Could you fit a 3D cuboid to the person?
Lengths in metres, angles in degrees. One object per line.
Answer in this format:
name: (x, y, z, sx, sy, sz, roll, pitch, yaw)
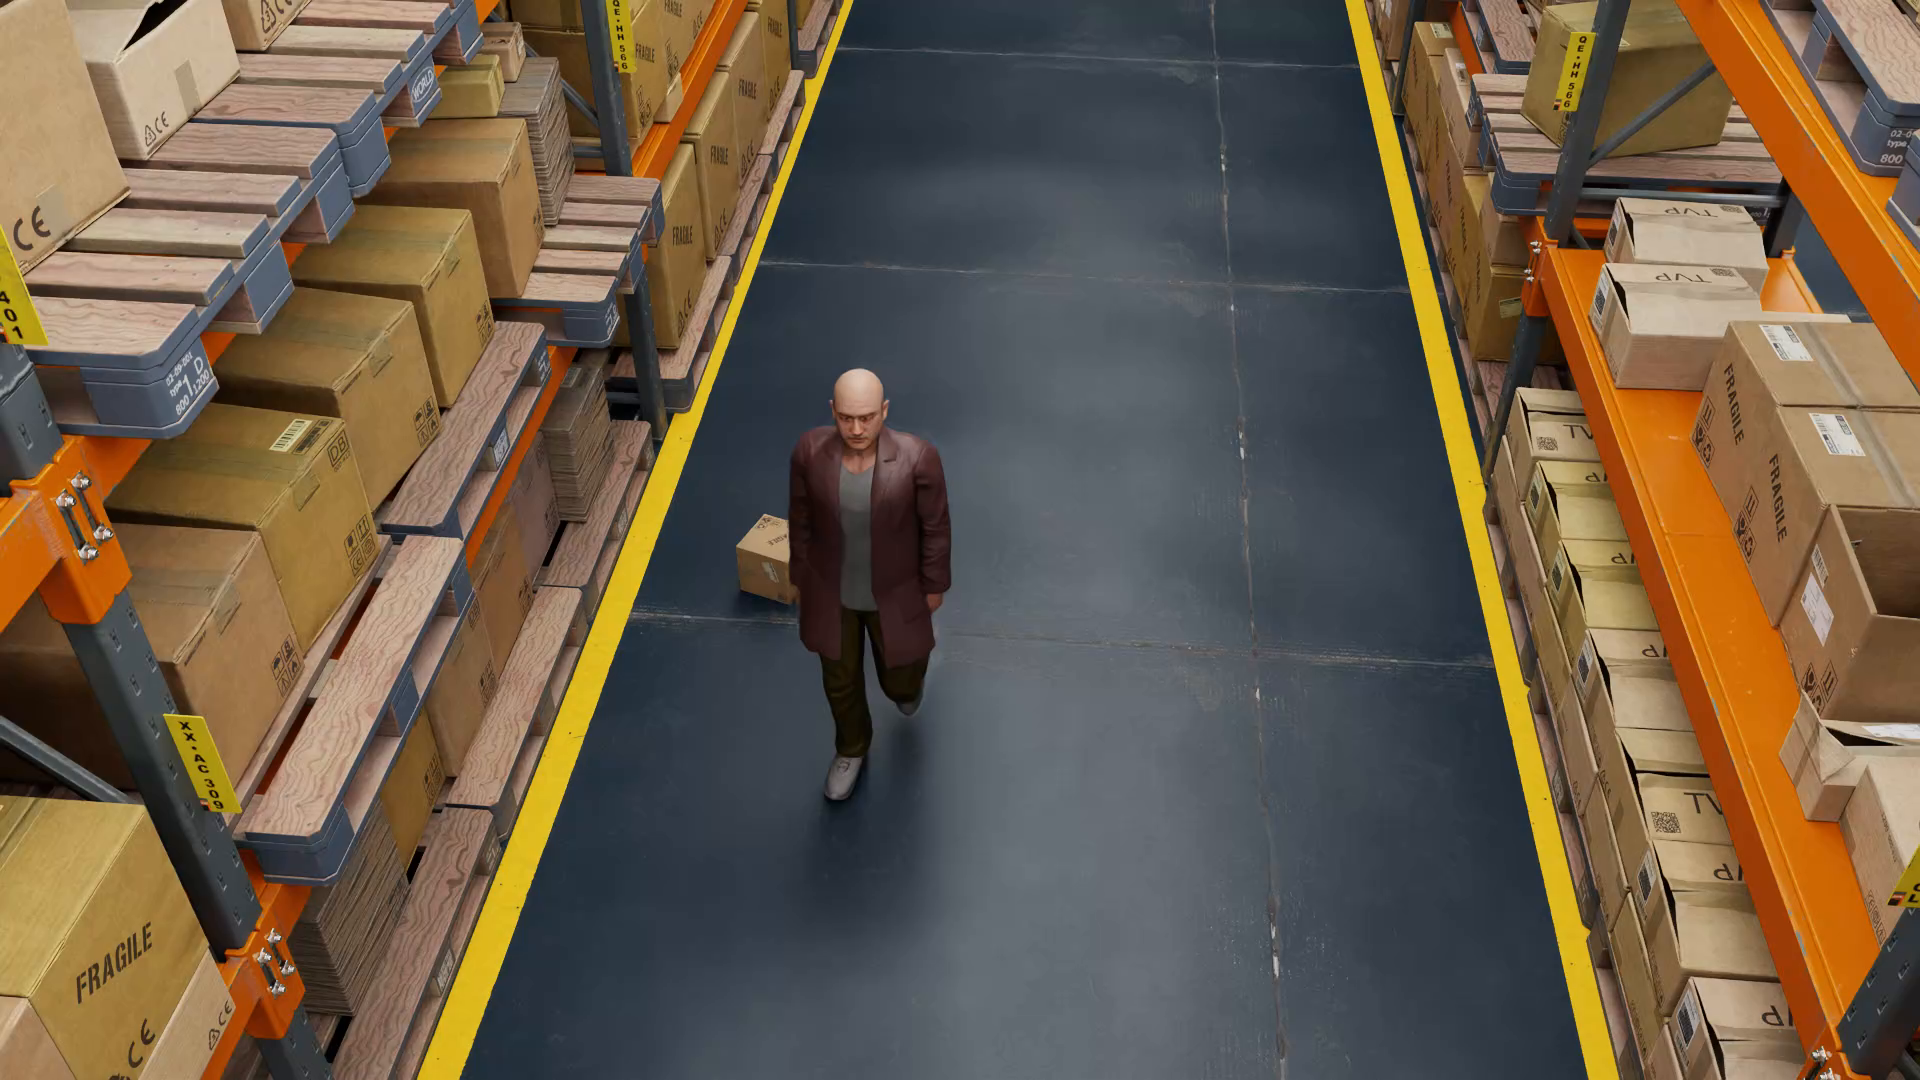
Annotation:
person: (-0.316, 0.126, 5.980, 0.586, 1.764, 0.677, 6, 40, 7)
